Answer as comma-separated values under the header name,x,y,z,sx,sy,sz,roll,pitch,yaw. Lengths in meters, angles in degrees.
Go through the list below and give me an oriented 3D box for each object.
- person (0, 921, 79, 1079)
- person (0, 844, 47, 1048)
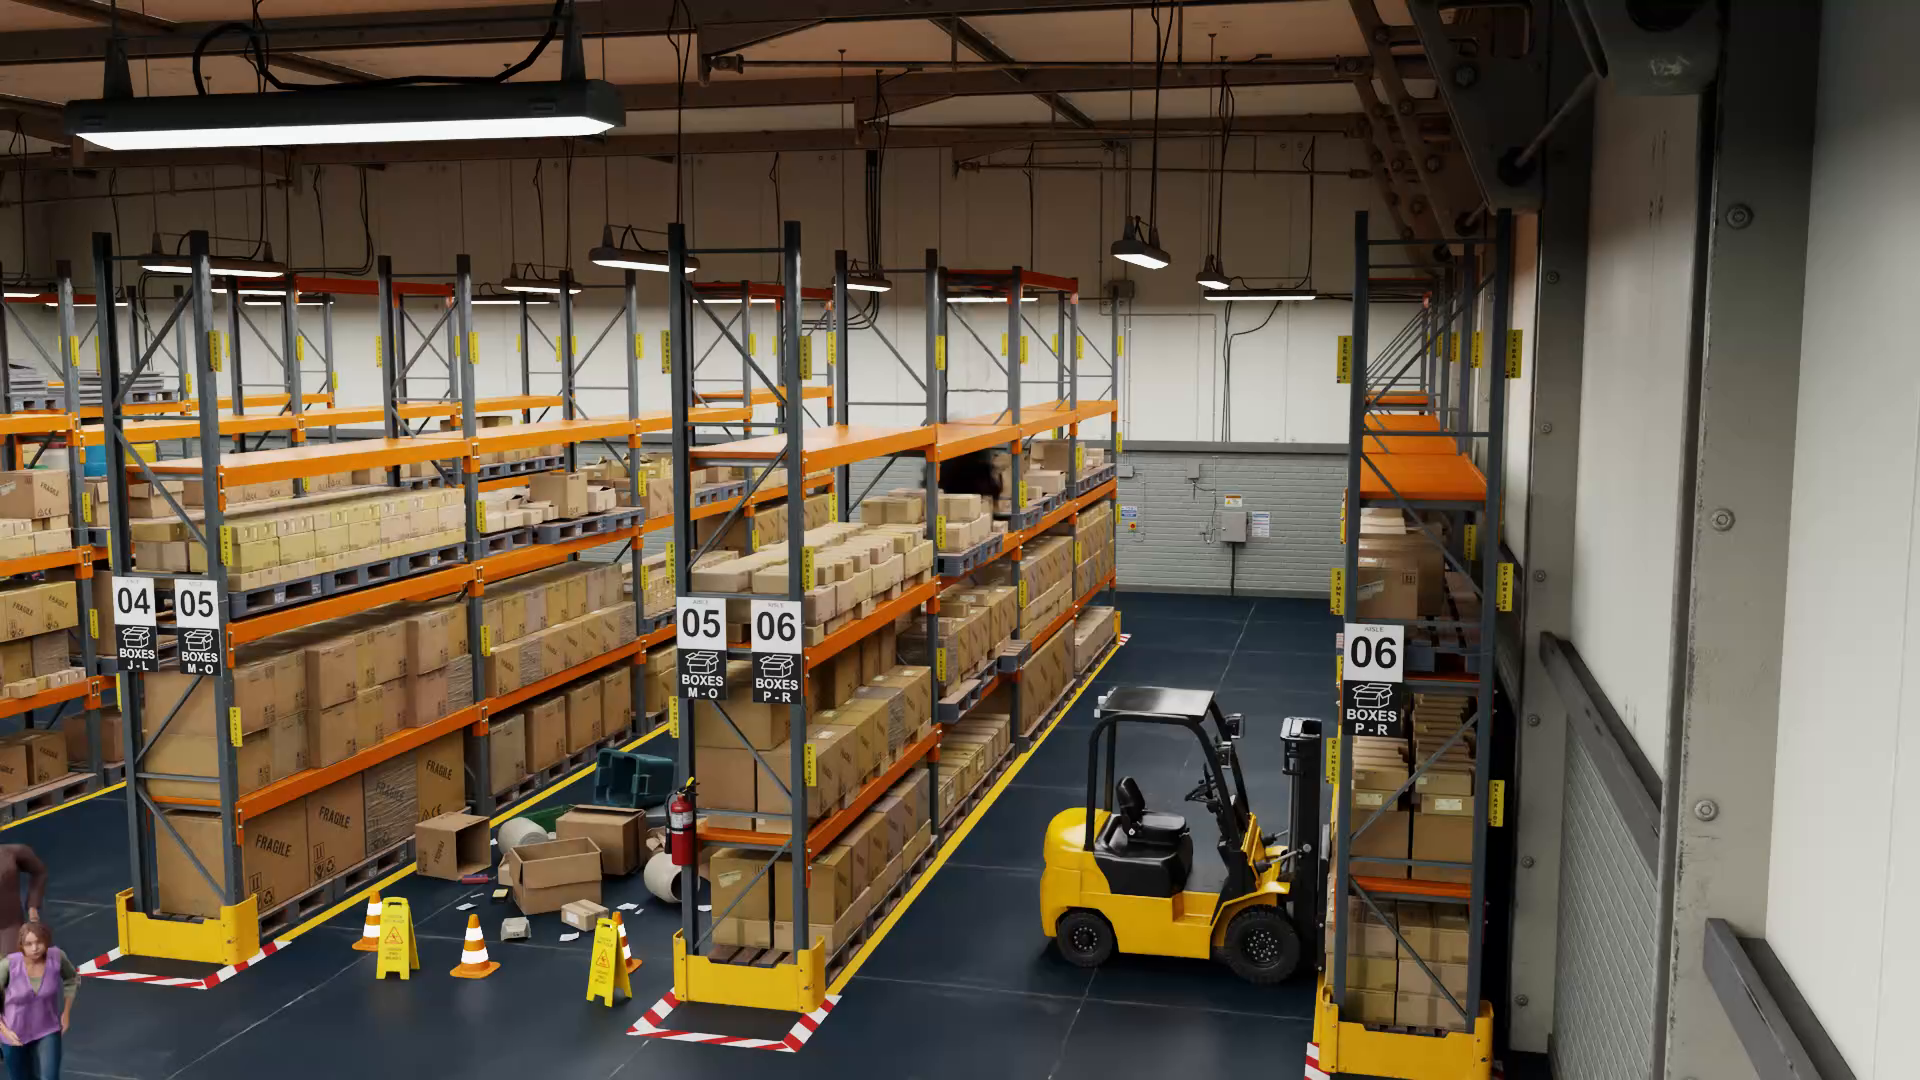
name,x,y,z,sx,sy,sz,roll,pitch,yaw
person,-5.873,3.130,10.542,0.541,1.586,0.926,-4,8,-31
person,-6.953,2.850,11.935,0.712,1.770,0.712,-3,8,-25
